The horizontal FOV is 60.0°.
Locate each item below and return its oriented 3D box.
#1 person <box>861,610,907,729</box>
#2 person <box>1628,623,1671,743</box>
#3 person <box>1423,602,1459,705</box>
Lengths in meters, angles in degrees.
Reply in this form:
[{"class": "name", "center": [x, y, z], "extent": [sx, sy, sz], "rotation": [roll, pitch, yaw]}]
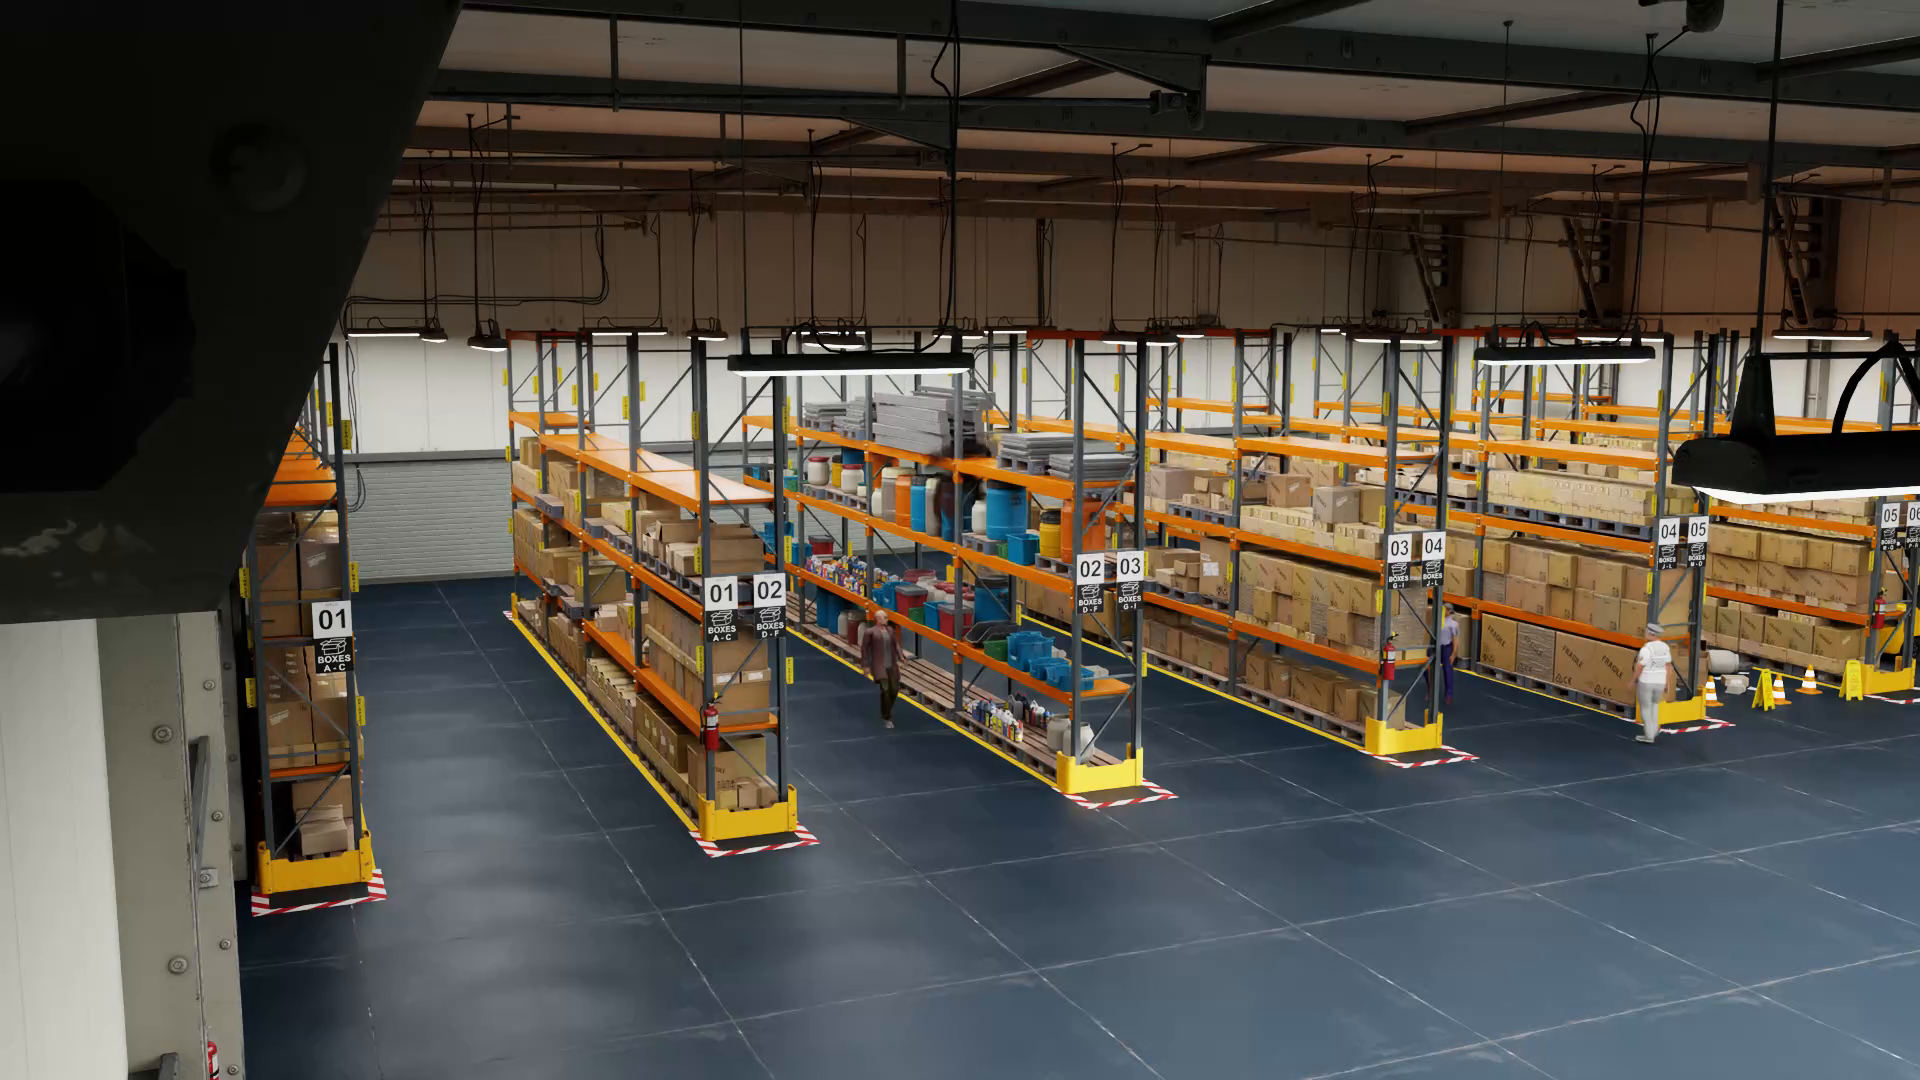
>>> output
[{"class": "person", "center": [-1.142, 2.014, 25.673], "extent": [0.646, 1.845, 0.624], "rotation": [-5, 9, -34]}, {"class": "person", "center": [10.223, 2.143, 24.624], "extent": [0.589, 1.850, 0.568], "rotation": [-1, 8, -4]}, {"class": "person", "center": [7.867, 1.859, 27.147], "extent": [0.558, 1.676, 0.369], "rotation": [7, 10, 40]}]
